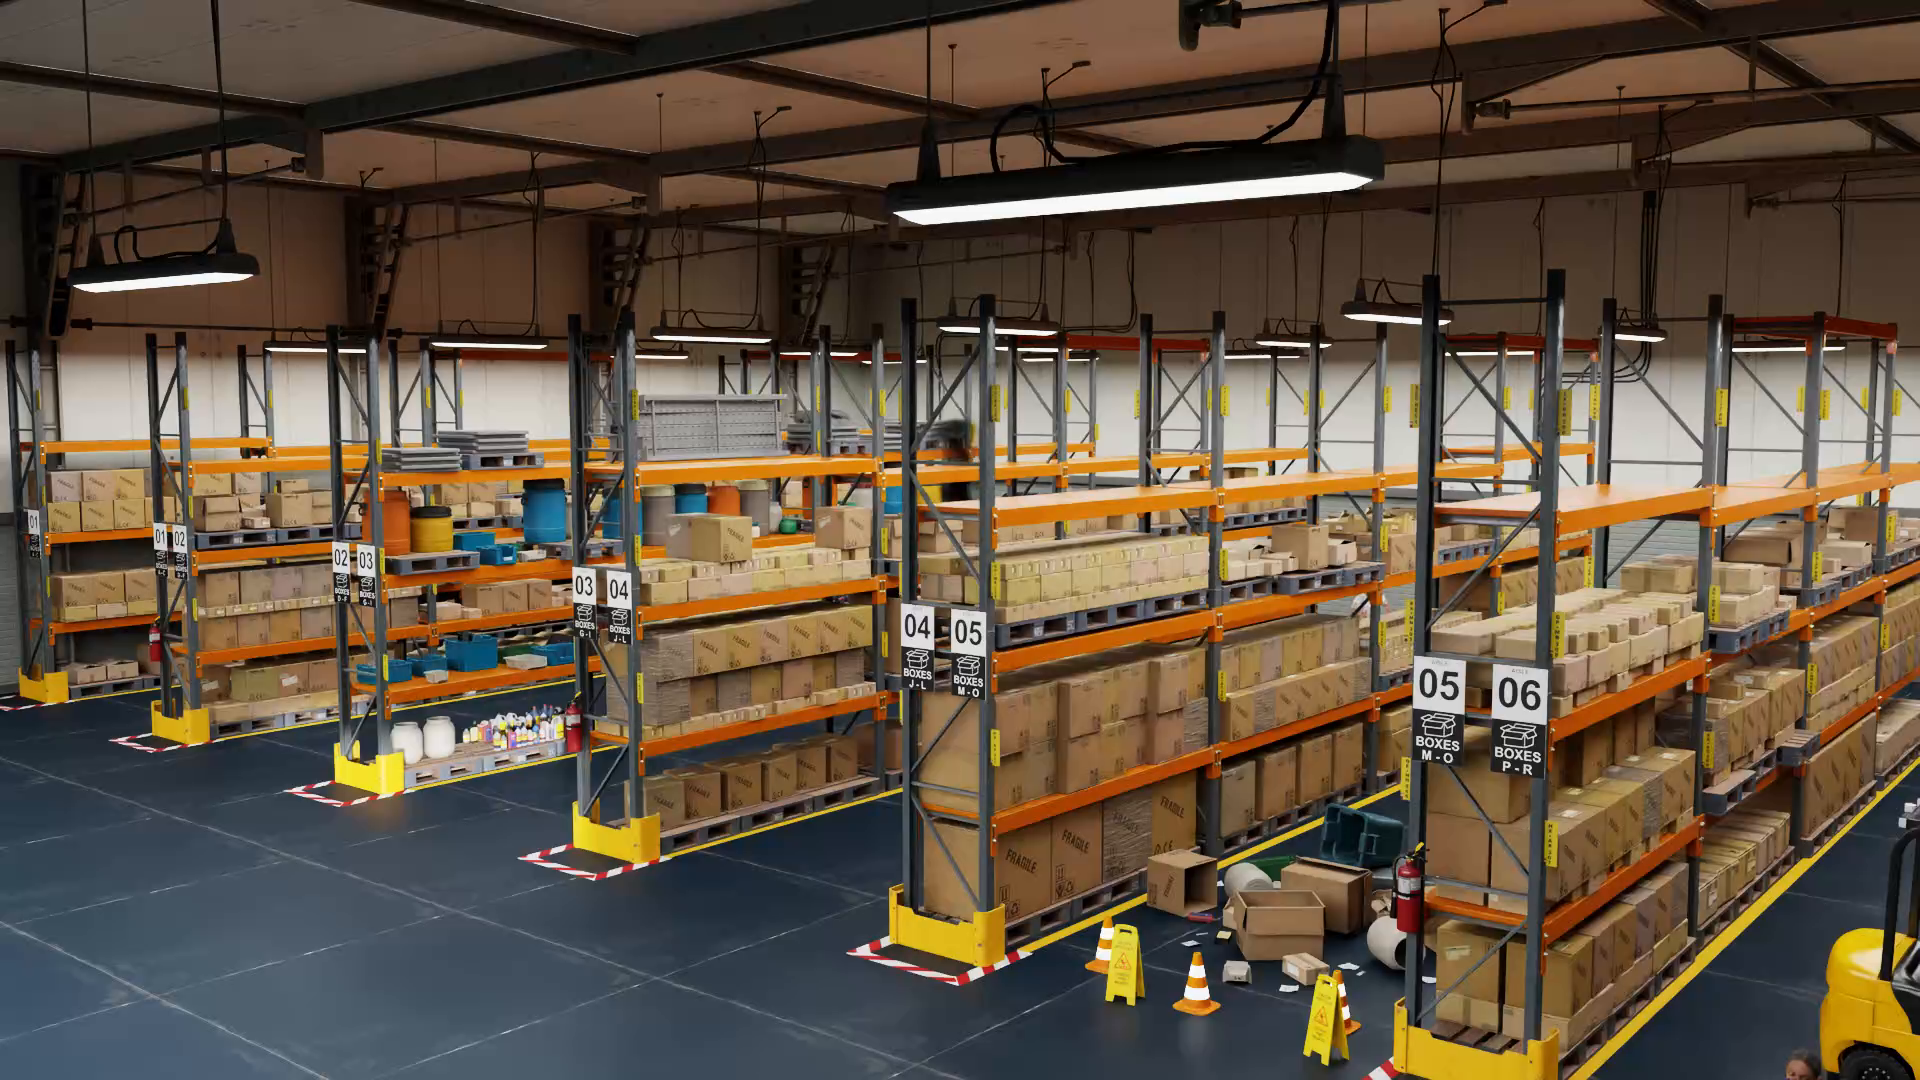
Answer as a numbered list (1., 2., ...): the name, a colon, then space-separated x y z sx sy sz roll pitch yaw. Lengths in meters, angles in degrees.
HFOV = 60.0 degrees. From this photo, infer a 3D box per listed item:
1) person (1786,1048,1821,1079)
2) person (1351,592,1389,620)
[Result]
1. person: 4.625 3.541 9.275 0.672 1.583 0.613 5 7 42
2. person: 7.424 1.593 30.143 0.638 1.832 0.813 2 6 22
